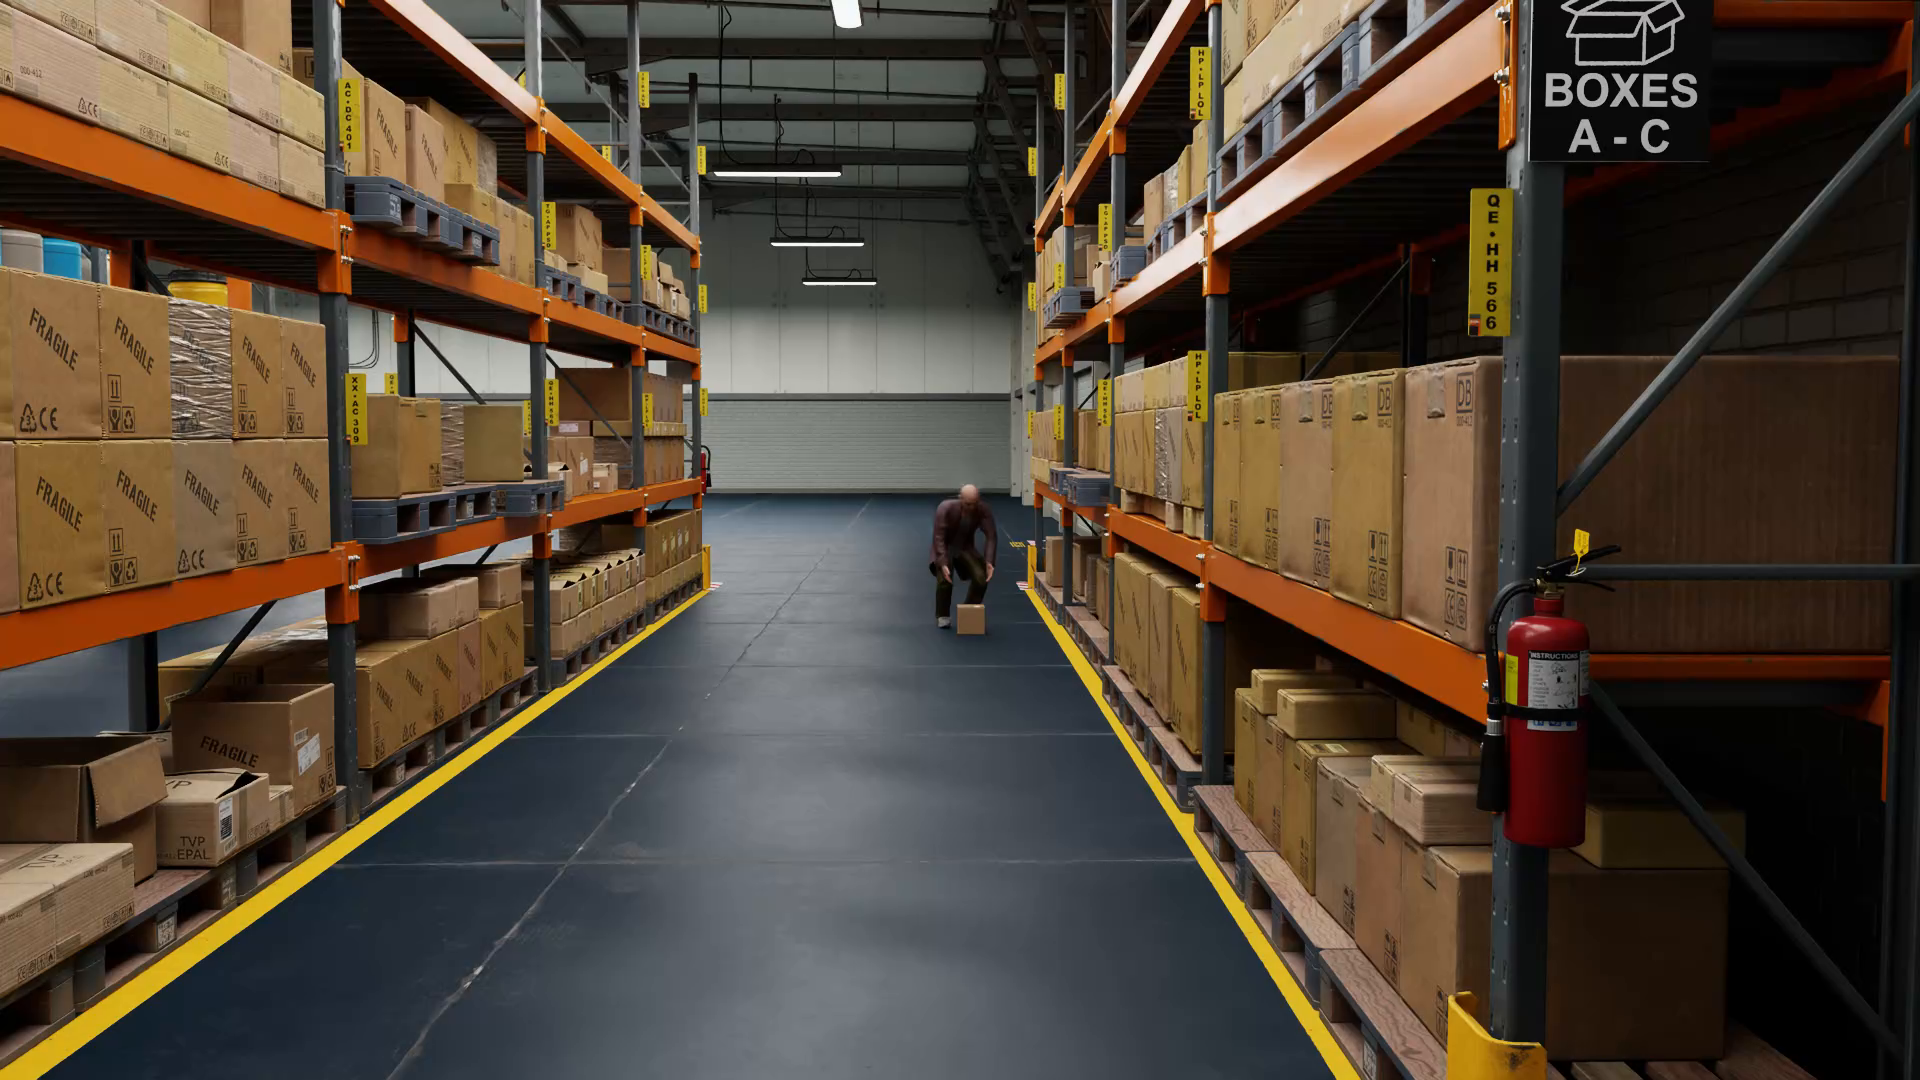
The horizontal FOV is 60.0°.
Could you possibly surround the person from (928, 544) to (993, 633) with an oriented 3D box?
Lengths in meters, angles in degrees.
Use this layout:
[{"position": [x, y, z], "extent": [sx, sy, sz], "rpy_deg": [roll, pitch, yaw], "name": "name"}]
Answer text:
[{"position": [0.015, 0.447, 15.585], "extent": [0.579, 0.812, 0.995], "rpy_deg": [-1, 4, -14], "name": "person"}]
